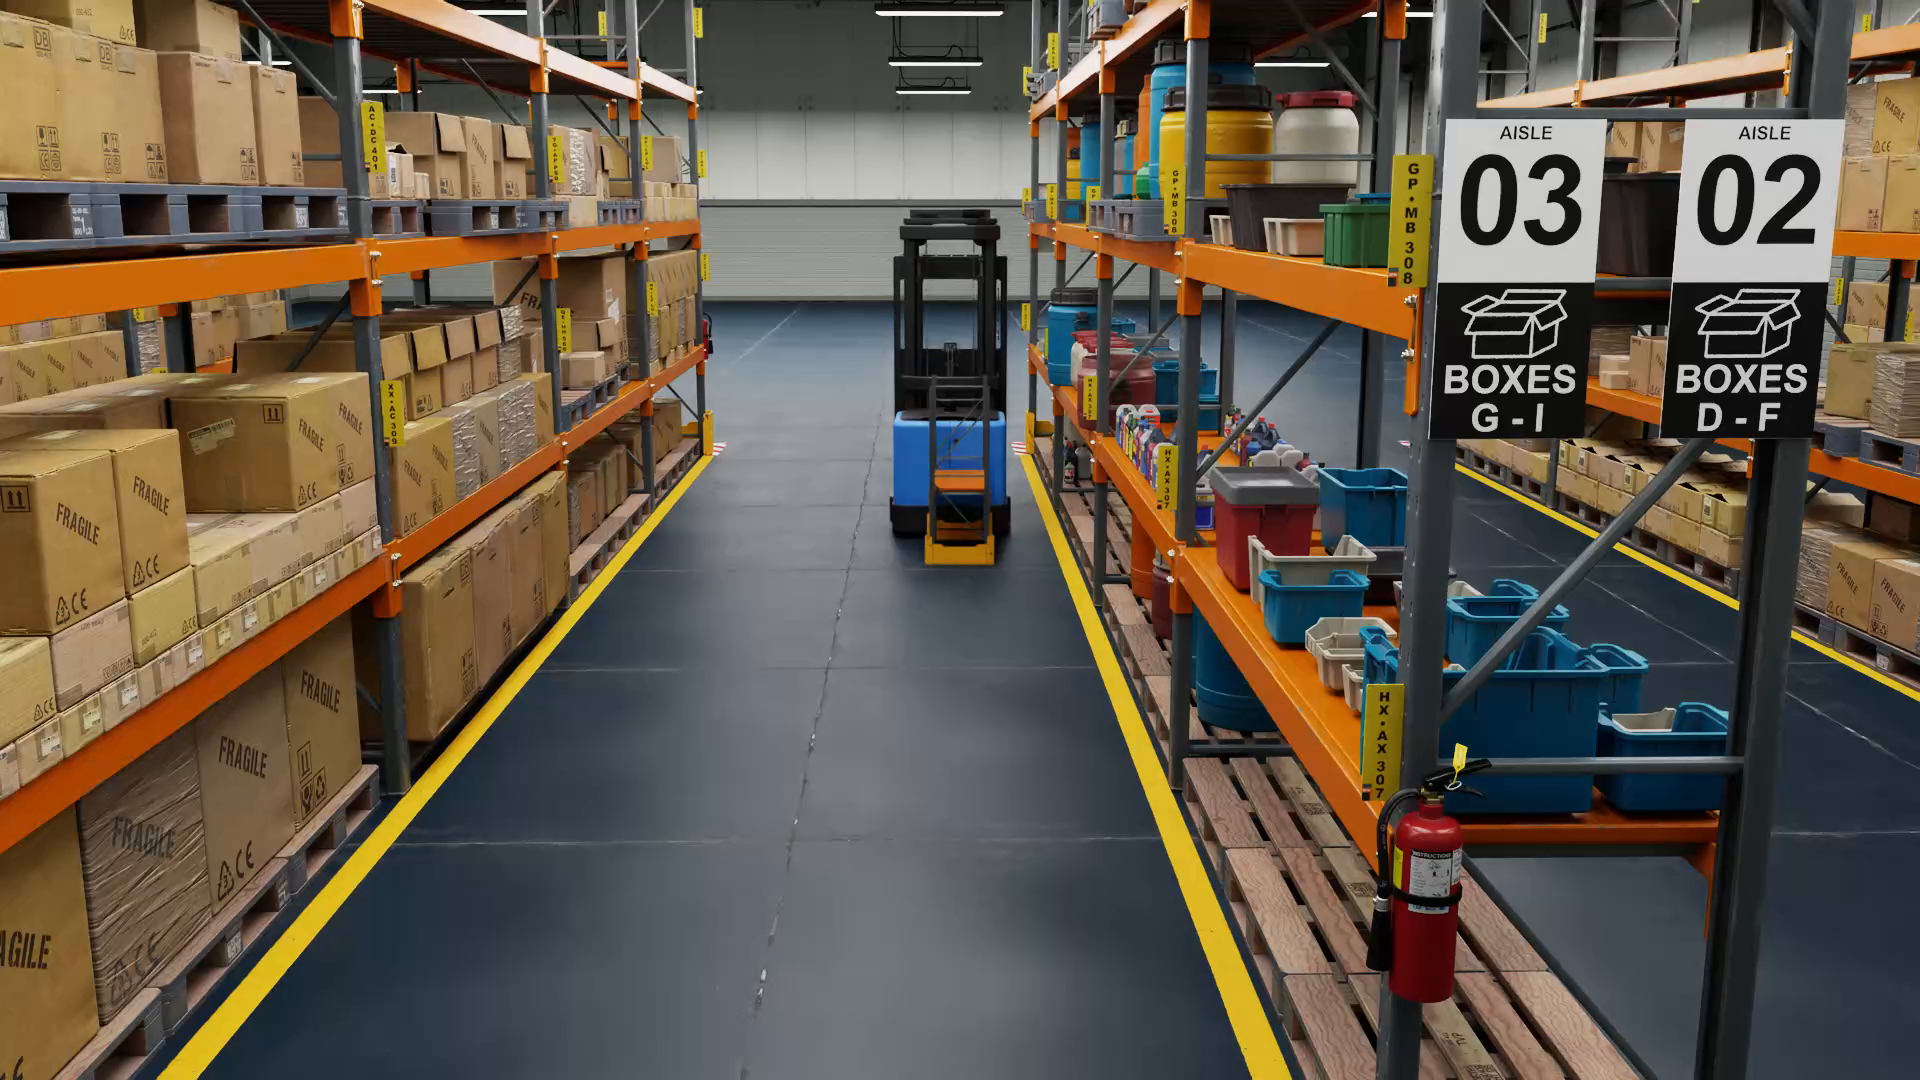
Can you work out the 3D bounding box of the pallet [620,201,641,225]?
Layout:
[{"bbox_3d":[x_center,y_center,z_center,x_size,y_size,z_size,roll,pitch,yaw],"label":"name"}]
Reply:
[{"bbox_3d":[-3.617,-3.004,15.249,1.213,0.211,1.003,0,11,-1],"label":"pallet"}]

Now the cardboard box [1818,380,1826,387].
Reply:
[{"bbox_3d":[6.639,-1.129,13.302,0.500,0.311,0.500,0,11,-2],"label":"cardboard box"}]

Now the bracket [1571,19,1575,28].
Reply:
[{"bbox_3d":[11.519,-9.640,30.890,0.235,0.232,0.430,0,11,-1],"label":"bracket"}]

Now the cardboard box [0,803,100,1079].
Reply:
[{"bbox_3d":[-3.368,1.345,5.173,0.875,0.875,0.875,0,11,-1],"label":"cardboard box"}]

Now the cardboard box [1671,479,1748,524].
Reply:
[{"bbox_3d":[6.190,-0.333,13.606,0.500,0.311,0.500,0,11,-2],"label":"cardboard box"}]

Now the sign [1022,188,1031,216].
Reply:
[{"bbox_3d":[0.796,-4.037,19.849,0.100,0.325,0.005,0,11,-1],"label":"sign"}]

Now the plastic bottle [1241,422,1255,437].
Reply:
[{"bbox_3d":[1.943,-0.686,11.221,0.097,0.271,0.097,0,11,0],"label":"plastic bottle"}]

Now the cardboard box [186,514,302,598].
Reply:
[{"bbox_3d":[-3.062,0.060,6.848,0.500,0.250,0.500,0,11,0],"label":"cardboard box"}]

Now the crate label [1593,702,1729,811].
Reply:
[{"bbox_3d":[2.001,0.618,4.737,0.416,0.233,0.303,0,11,-1],"label":"crate label"}]

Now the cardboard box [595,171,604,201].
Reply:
[{"bbox_3d":[-3.403,-3.172,14.890,0.396,0.266,0.258,0,11,1],"label":"cardboard box"}]

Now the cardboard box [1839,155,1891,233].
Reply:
[{"bbox_3d":[6.517,-2.325,11.178,0.910,0.500,0.500,0,11,-1],"label":"cardboard box"}]

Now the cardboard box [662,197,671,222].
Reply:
[{"bbox_3d":[-3.292,-3.440,17.304,0.500,0.250,0.500,-1,11,-3],"label":"cardboard box"}]

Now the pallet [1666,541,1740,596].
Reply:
[{"bbox_3d":[6.486,0.209,13.498,1.003,0.211,1.213,0,11,-1],"label":"pallet"}]

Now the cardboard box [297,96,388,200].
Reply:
[{"bbox_3d":[-3.380,-1.999,8.515,0.700,0.500,0.500,0,11,0],"label":"cardboard box"}]

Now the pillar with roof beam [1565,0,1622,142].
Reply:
[{"bbox_3d":[7.578,-7.777,30.762,9.100,9.000,0.548,0,11,-1],"label":"pillar with roof beam"}]

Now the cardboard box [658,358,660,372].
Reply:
[{"bbox_3d":[-3.252,-1.769,16.867,0.380,0.149,0.250,0,11,-1],"label":"cardboard box"}]

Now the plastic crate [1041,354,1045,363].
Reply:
[{"bbox_3d":[1.142,-1.962,17.848,0.530,0.136,0.437,0,11,-1],"label":"plastic crate"}]

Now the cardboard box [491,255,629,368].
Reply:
[{"bbox_3d":[-3.646,-2.090,15.253,1.000,1.000,1.000,0,11,-1],"label":"cardboard box"}]

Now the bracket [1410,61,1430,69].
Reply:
[{"bbox_3d":[11.341,-11.348,39.311,0.076,0.066,4.783,0,11,-1],"label":"bracket"}]

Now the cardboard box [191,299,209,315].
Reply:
[{"bbox_3d":[-8.459,-2.642,17.442,0.875,0.550,0.550,0,11,-1],"label":"cardboard box"}]

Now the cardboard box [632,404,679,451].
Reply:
[{"bbox_3d":[-3.563,-1.282,19.064,0.500,0.500,0.500,3,12,14],"label":"cardboard box"}]

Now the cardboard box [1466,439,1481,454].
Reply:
[{"bbox_3d":[6.111,-1.136,18.974,0.500,0.250,0.500,0,11,-1],"label":"cardboard box"}]

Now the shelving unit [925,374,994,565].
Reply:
[{"bbox_3d":[-0.004,-0.628,14.383,0.587,1.500,1.083,0,11,0],"label":"shelving unit"}]

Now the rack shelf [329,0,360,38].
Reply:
[{"bbox_3d":[-3.316,-2.153,5.852,1.077,0.370,4.000,0,11,-1],"label":"rack shelf"}]

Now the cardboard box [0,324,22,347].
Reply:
[{"bbox_3d":[-8.436,-1.886,14.044,0.700,0.500,0.500,0,11,-2],"label":"cardboard box"}]

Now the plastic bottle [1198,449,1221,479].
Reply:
[{"bbox_3d":[1.392,-0.337,9.299,0.144,0.351,0.185,0,11,-1],"label":"plastic bottle"}]

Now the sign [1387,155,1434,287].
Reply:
[{"bbox_3d":[1.127,-0.797,4.163,0.100,0.325,0.005,0,11,-1],"label":"sign"}]

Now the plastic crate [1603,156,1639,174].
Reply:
[{"bbox_3d":[1.920,-1.128,5.688,0.504,0.338,0.767,0,11,-1],"label":"plastic crate"}]

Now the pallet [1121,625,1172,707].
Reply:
[{"bbox_3d":[1.592,0.791,10.630,1.003,0.211,1.213,0,11,-1],"label":"pallet"}]

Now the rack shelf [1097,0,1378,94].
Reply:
[{"bbox_3d":[1.553,-2.968,9.872,1.077,0.370,4.000,0,11,-1],"label":"rack shelf"}]

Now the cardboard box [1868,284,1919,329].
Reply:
[{"bbox_3d":[10.961,-2.715,19.336,0.500,0.500,0.500,0,11,-1],"label":"cardboard box"}]

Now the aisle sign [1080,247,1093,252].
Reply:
[{"bbox_3d":[1.642,-3.854,19.973,0.394,0.787,0.004,0,11,-1],"label":"aisle sign"}]

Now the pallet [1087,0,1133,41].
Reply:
[{"bbox_3d":[1.496,-3.482,11.071,1.213,0.211,1.003,0,11,-1],"label":"pallet"}]

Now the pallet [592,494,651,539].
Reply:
[{"bbox_3d":[-3.505,-0.228,15.650,1.003,0.211,1.213,0,11,-1],"label":"pallet"}]

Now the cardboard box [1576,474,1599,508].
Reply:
[{"bbox_3d":[6.151,-0.464,15.663,0.500,0.250,0.500,0,11,0],"label":"cardboard box"}]

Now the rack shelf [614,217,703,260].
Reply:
[{"bbox_3d":[-3.564,-3.264,17.868,1.077,0.370,4.000,0,11,-1],"label":"rack shelf"}]

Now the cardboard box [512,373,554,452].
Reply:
[{"bbox_3d":[-3.182,-0.906,11.728,0.500,0.500,0.500,0,11,1],"label":"cardboard box"}]

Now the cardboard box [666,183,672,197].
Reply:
[{"bbox_3d":[-3.309,-3.769,17.922,0.380,0.149,0.250,-1,11,-4],"label":"cardboard box"}]

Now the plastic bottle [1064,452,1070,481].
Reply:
[{"bbox_3d":[1.089,-0.748,16.927,0.061,0.283,0.133,0,11,2],"label":"plastic bottle"}]

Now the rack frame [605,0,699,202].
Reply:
[{"bbox_3d":[-3.606,-5.484,19.458,1.000,3.000,0.127,0,11,-1],"label":"rack frame"}]

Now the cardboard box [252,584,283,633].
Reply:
[{"bbox_3d":[-2.997,0.279,6.771,0.380,0.149,0.250,0,11,-2],"label":"cardboard box"}]

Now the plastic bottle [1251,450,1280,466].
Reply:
[{"bbox_3d":[1.794,-0.395,9.775,0.152,0.276,0.135,0,11,-1],"label":"plastic bottle"}]

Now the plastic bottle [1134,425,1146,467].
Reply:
[{"bbox_3d":[1.191,-0.617,10.879,0.097,0.271,0.097,0,11,0],"label":"plastic bottle"}]

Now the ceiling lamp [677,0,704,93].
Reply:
[{"bbox_3d":[-7.766,-13.386,43.727,2.000,3.185,0.800,0,11,-1],"label":"ceiling lamp"}]

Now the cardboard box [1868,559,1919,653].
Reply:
[{"bbox_3d":[6.225,0.415,10.650,0.500,0.500,0.500,-1,11,-3],"label":"cardboard box"}]

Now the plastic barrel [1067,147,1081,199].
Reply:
[{"bbox_3d":[1.497,-4.106,18.682,0.600,0.588,0.600,0,11,0],"label":"plastic barrel"}]

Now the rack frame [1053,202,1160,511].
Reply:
[{"bbox_3d":[1.429,-1.769,16.236,1.000,3.000,0.127,0,11,-1],"label":"rack frame"}]

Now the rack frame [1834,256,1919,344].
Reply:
[{"bbox_3d":[11.251,-2.605,20.356,1.000,3.000,0.127,0,11,-1],"label":"rack frame"}]

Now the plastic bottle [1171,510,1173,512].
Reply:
[{"bbox_3d":[1.248,-0.336,9.296,0.144,0.351,0.185,0,11,-1],"label":"plastic bottle"}]

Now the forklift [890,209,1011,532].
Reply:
[{"bbox_3d":[-0.092,-1.740,16.262,1.130,2.935,3.031,0,11,0],"label":"forklift"}]

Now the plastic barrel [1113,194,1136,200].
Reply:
[{"bbox_3d":[1.252,-2.628,13.273,0.301,0.262,0.301,0,11,0],"label":"plastic barrel"}]

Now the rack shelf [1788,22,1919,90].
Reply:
[{"bbox_3d":[6.505,-2.988,9.968,1.077,0.370,4.000,0,11,-1],"label":"rack shelf"}]

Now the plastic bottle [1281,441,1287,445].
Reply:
[{"bbox_3d":[1.967,-0.463,10.120,0.097,0.271,0.097,0,11,0],"label":"plastic bottle"}]

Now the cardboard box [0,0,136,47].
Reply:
[{"bbox_3d":[-3.307,-1.907,5.923,0.500,0.250,0.500,-1,11,-3],"label":"cardboard box"}]

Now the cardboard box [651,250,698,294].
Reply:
[{"bbox_3d":[-3.347,-3.121,19.382,0.500,0.500,0.500,0,11,-1],"label":"cardboard box"}]

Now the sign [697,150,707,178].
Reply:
[{"bbox_3d":[-3.050,-4.446,19.660,0.100,0.325,0.005,0,11,-1],"label":"sign"}]
